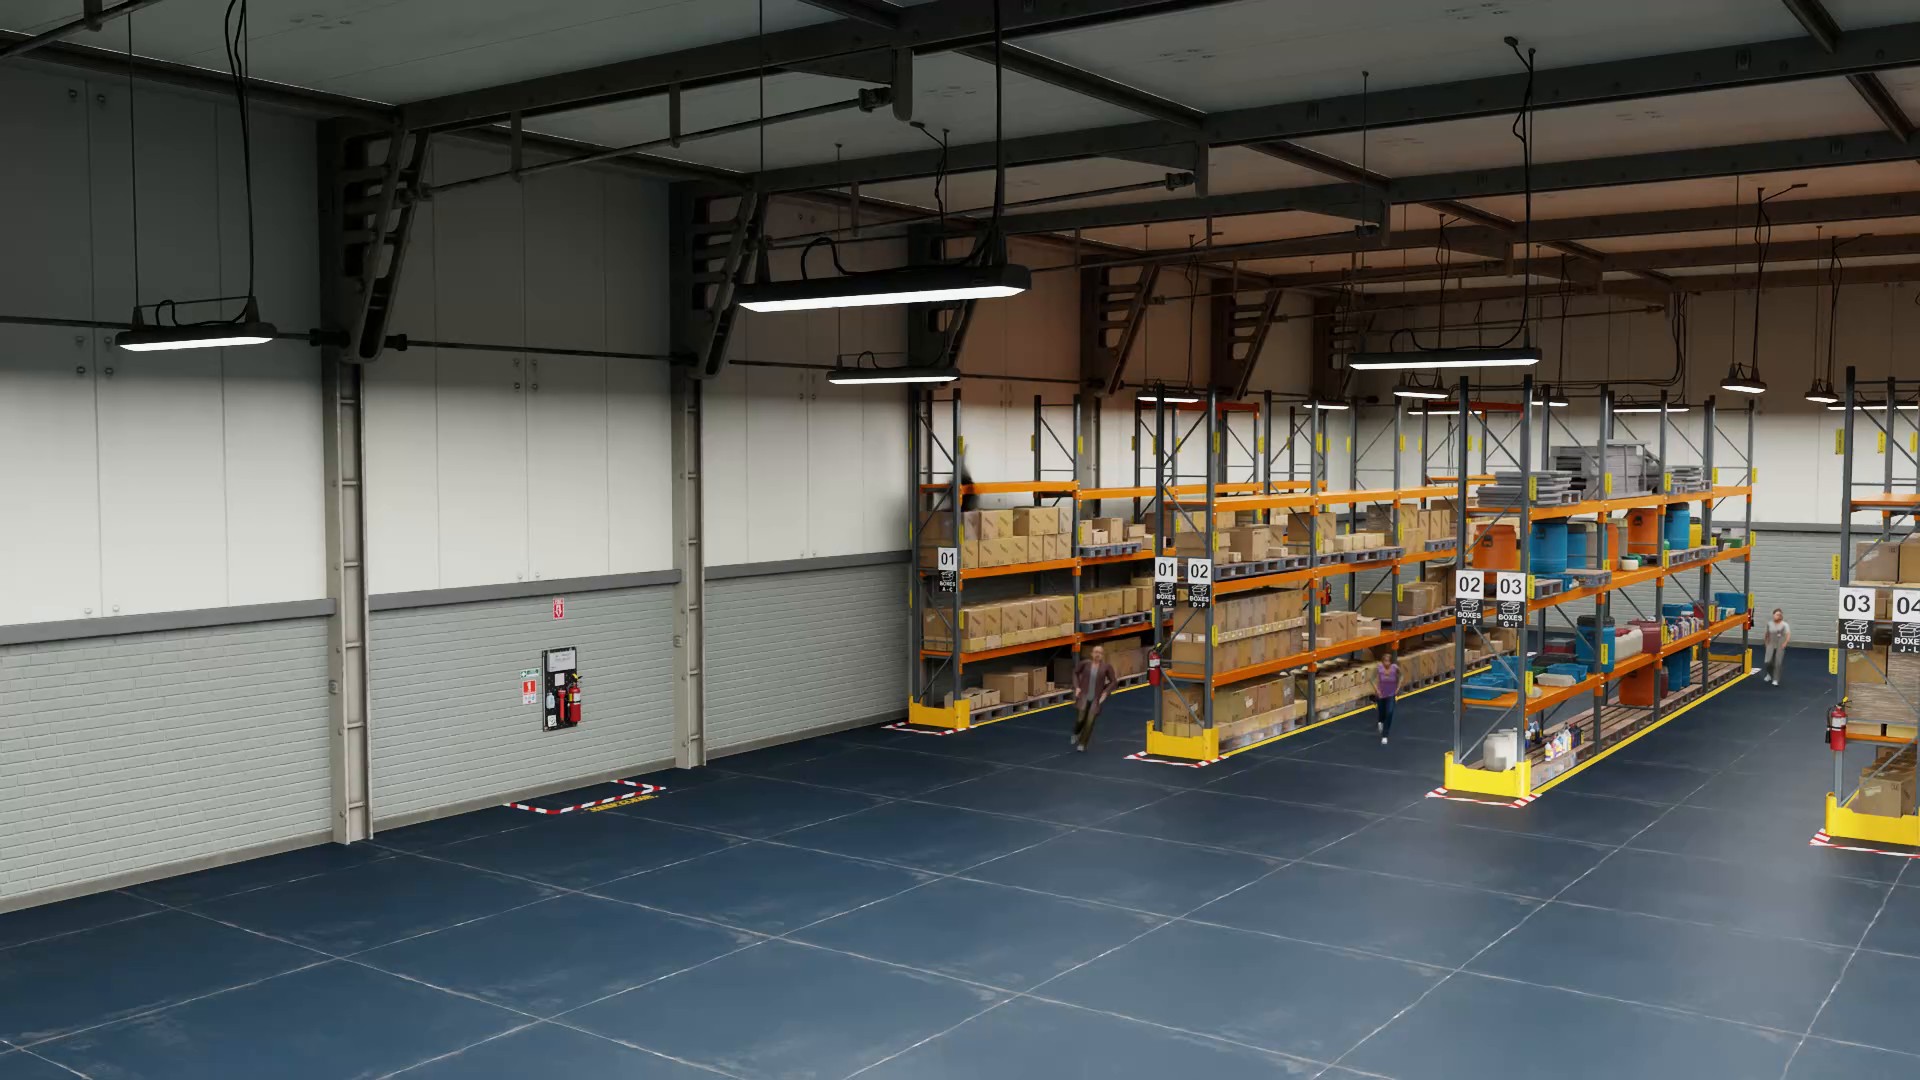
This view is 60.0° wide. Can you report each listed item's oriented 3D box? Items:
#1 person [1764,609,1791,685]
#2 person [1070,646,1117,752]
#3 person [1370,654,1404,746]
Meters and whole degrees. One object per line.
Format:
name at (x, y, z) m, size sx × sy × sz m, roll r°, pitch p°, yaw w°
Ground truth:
person at (16.911, 2.224, 34.455) m, size 0.570 × 1.623 × 0.717 m, roll 3°, pitch 4°, yaw 38°
person at (2.189, 2.593, 27.234) m, size 0.759 × 1.725 × 0.558 m, roll 0°, pitch 3°, yaw 4°
person at (7.198, 2.652, 28.124) m, size 0.561 × 1.552 × 0.899 m, roll 0°, pitch 3°, yaw 4°
